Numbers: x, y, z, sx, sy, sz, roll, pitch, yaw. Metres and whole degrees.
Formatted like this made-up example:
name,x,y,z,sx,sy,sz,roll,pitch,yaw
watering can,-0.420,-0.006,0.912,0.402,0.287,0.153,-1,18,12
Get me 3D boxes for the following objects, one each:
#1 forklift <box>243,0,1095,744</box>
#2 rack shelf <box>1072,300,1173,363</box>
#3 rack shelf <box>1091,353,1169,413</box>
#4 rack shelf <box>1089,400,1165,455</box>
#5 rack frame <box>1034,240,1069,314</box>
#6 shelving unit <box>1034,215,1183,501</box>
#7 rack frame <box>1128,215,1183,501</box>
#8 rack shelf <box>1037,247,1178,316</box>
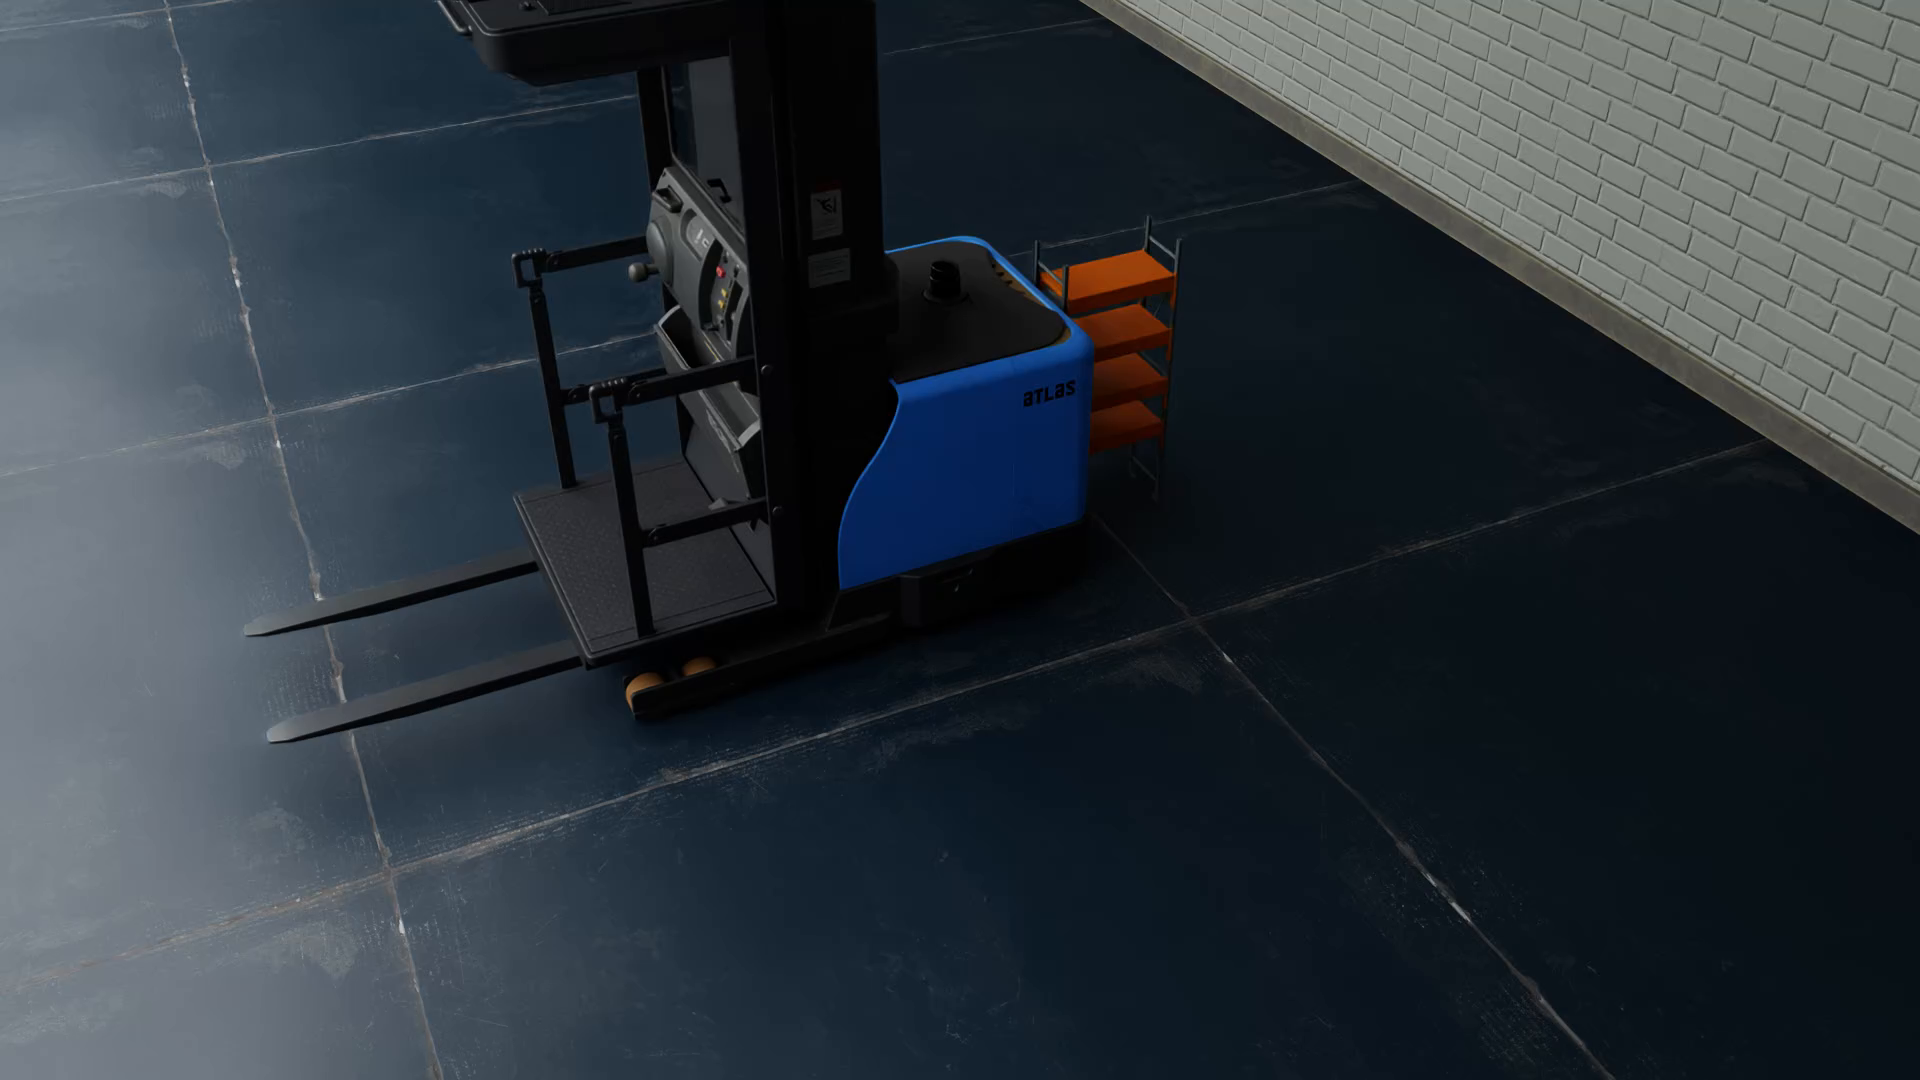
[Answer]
name,x,y,z,sx,sy,sz,roll,pitch,yaw
forklift,-1.059,-0.902,5.505,3.031,2.935,1.130,-16,39,-20
rack shelf,0.561,-0.772,6.521,0.480,0.148,0.258,-16,39,-20
rack shelf,0.561,-0.592,6.654,0.480,0.148,0.258,-16,39,-20
rack shelf,0.561,-0.433,6.773,0.480,0.148,0.258,-16,39,-20
rack frame,0.341,-0.583,6.529,0.015,1.200,0.240,-16,39,-20
shelving unit,0.561,-0.646,6.614,0.503,1.200,0.258,-16,39,-20
rack frame,0.780,-0.710,6.700,0.015,1.200,0.240,-16,39,-20
rack shelf,0.561,-0.962,6.380,0.480,0.148,0.258,-16,39,-20
